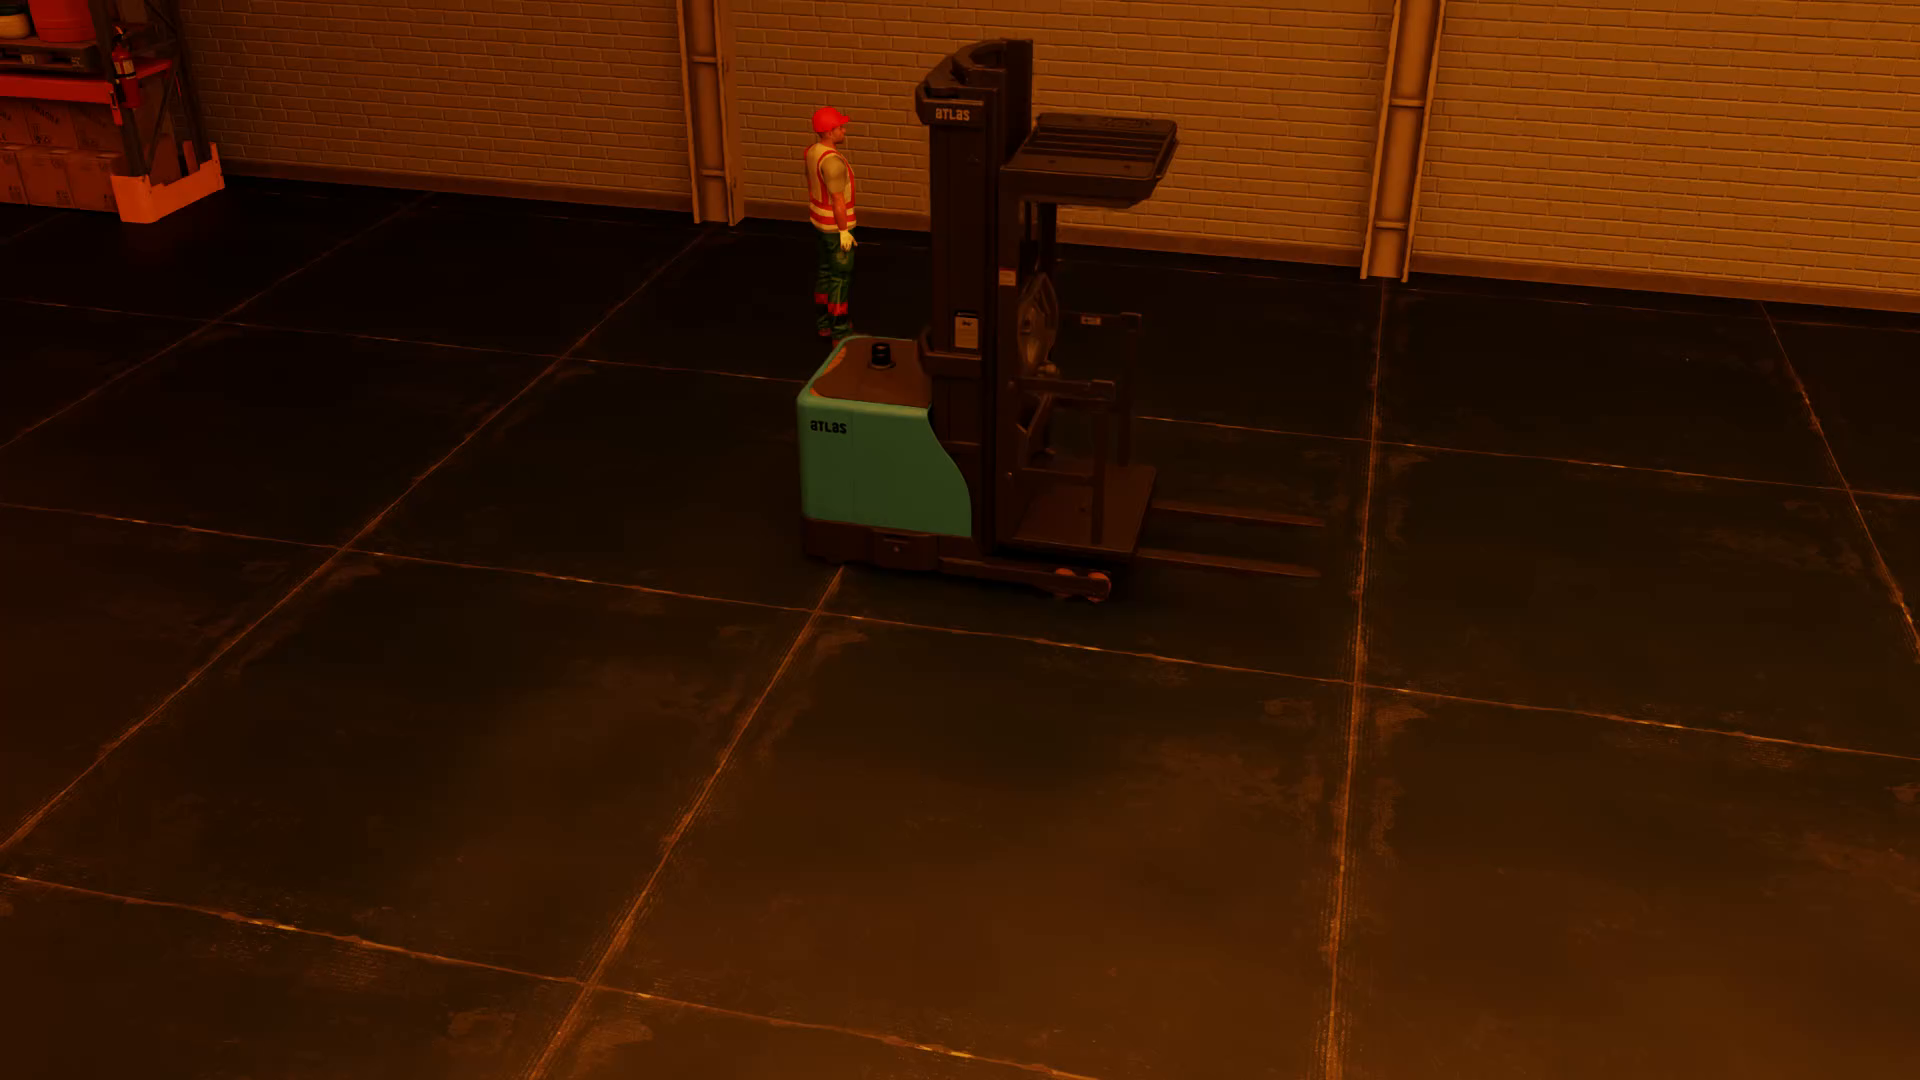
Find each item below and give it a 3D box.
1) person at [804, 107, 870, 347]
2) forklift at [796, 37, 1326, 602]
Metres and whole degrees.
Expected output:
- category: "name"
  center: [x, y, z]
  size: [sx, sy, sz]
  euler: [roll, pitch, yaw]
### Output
- category: "person"
  center: [-0.932, -2.358, 12.489]
  size: [0.352, 1.795, 0.546]
  euler: [-14, 32, -23]
- category: "forklift"
  center: [0.625, -1.210, 9.306]
  size: [3.031, 2.935, 1.130]
  euler: [7, 30, 12]
